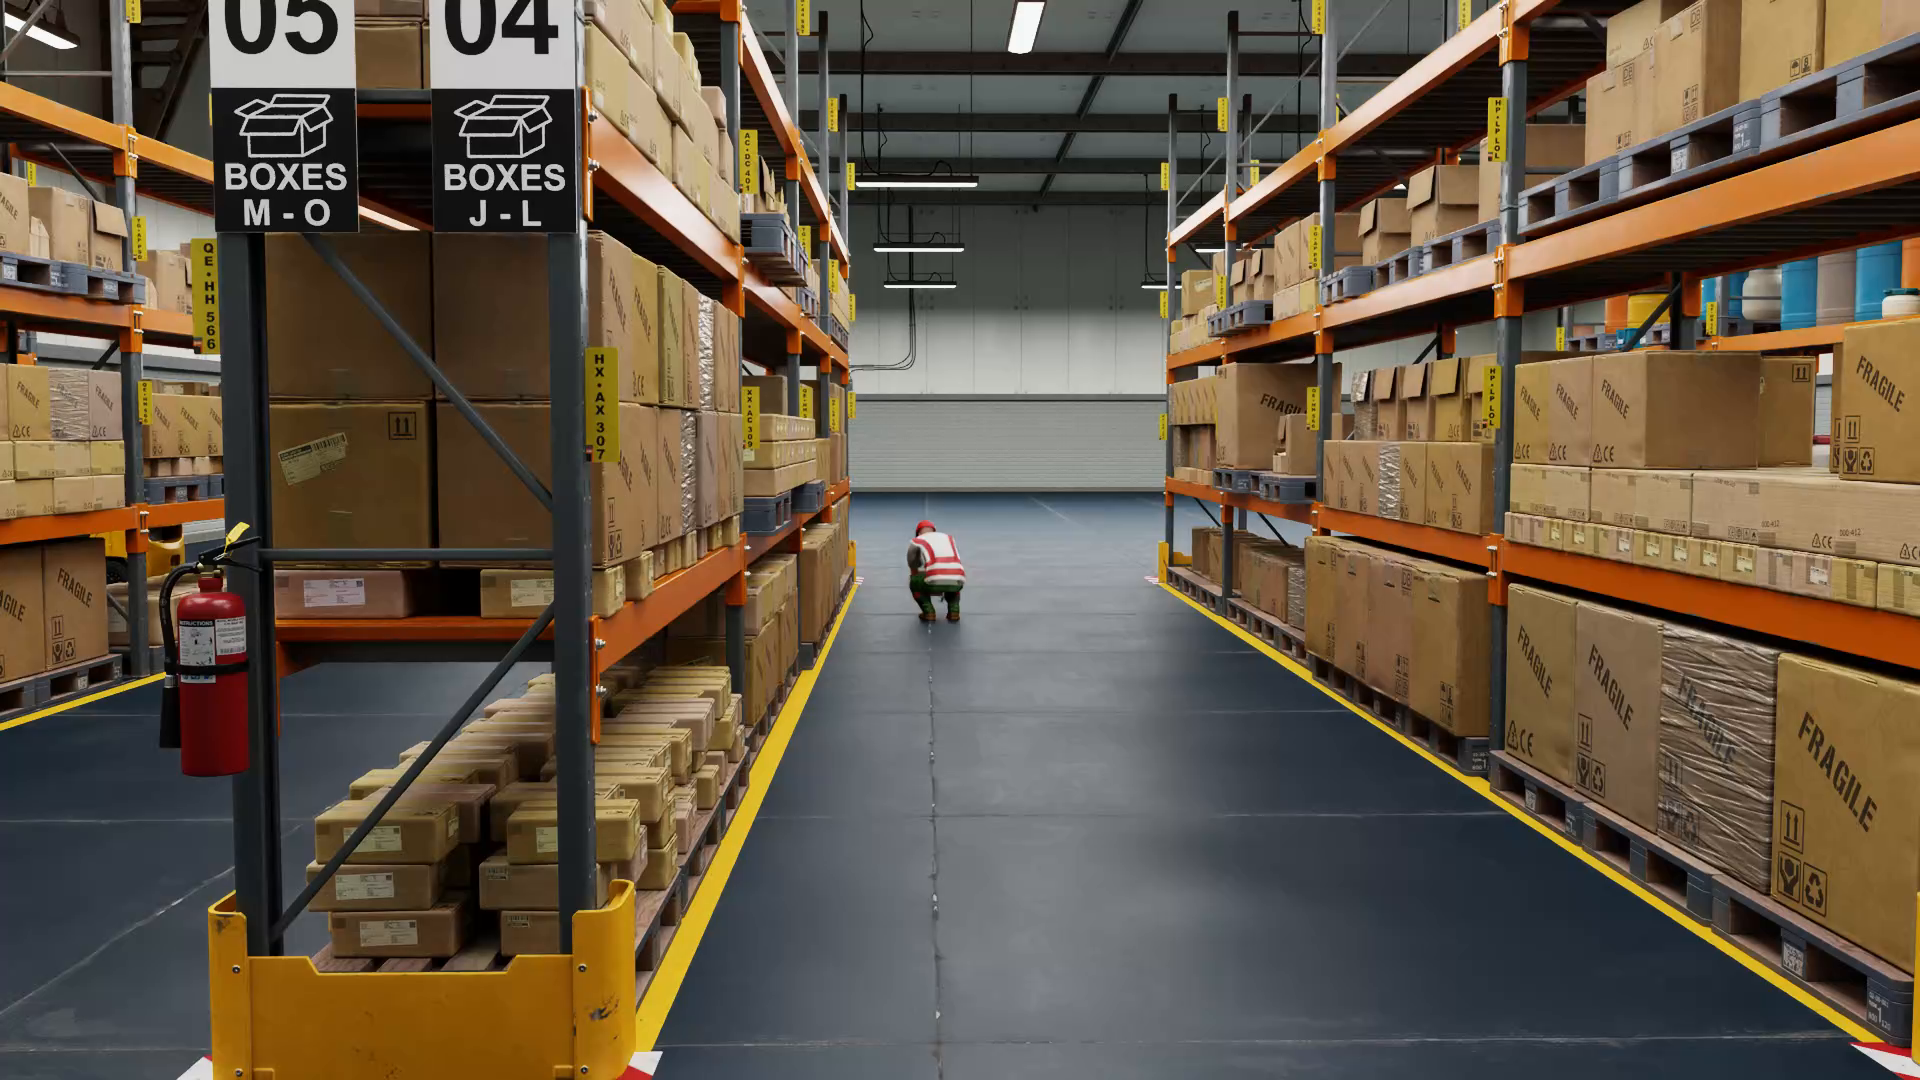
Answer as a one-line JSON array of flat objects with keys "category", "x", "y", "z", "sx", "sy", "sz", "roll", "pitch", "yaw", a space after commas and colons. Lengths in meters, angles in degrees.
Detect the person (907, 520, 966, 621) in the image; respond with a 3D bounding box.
[{"category": "person", "x": -0.248, "y": 0.298, "z": 16.727, "sx": 0.551, "sy": 0.980, "sz": 0.923, "roll": -1, "pitch": 4, "yaw": -14}]
